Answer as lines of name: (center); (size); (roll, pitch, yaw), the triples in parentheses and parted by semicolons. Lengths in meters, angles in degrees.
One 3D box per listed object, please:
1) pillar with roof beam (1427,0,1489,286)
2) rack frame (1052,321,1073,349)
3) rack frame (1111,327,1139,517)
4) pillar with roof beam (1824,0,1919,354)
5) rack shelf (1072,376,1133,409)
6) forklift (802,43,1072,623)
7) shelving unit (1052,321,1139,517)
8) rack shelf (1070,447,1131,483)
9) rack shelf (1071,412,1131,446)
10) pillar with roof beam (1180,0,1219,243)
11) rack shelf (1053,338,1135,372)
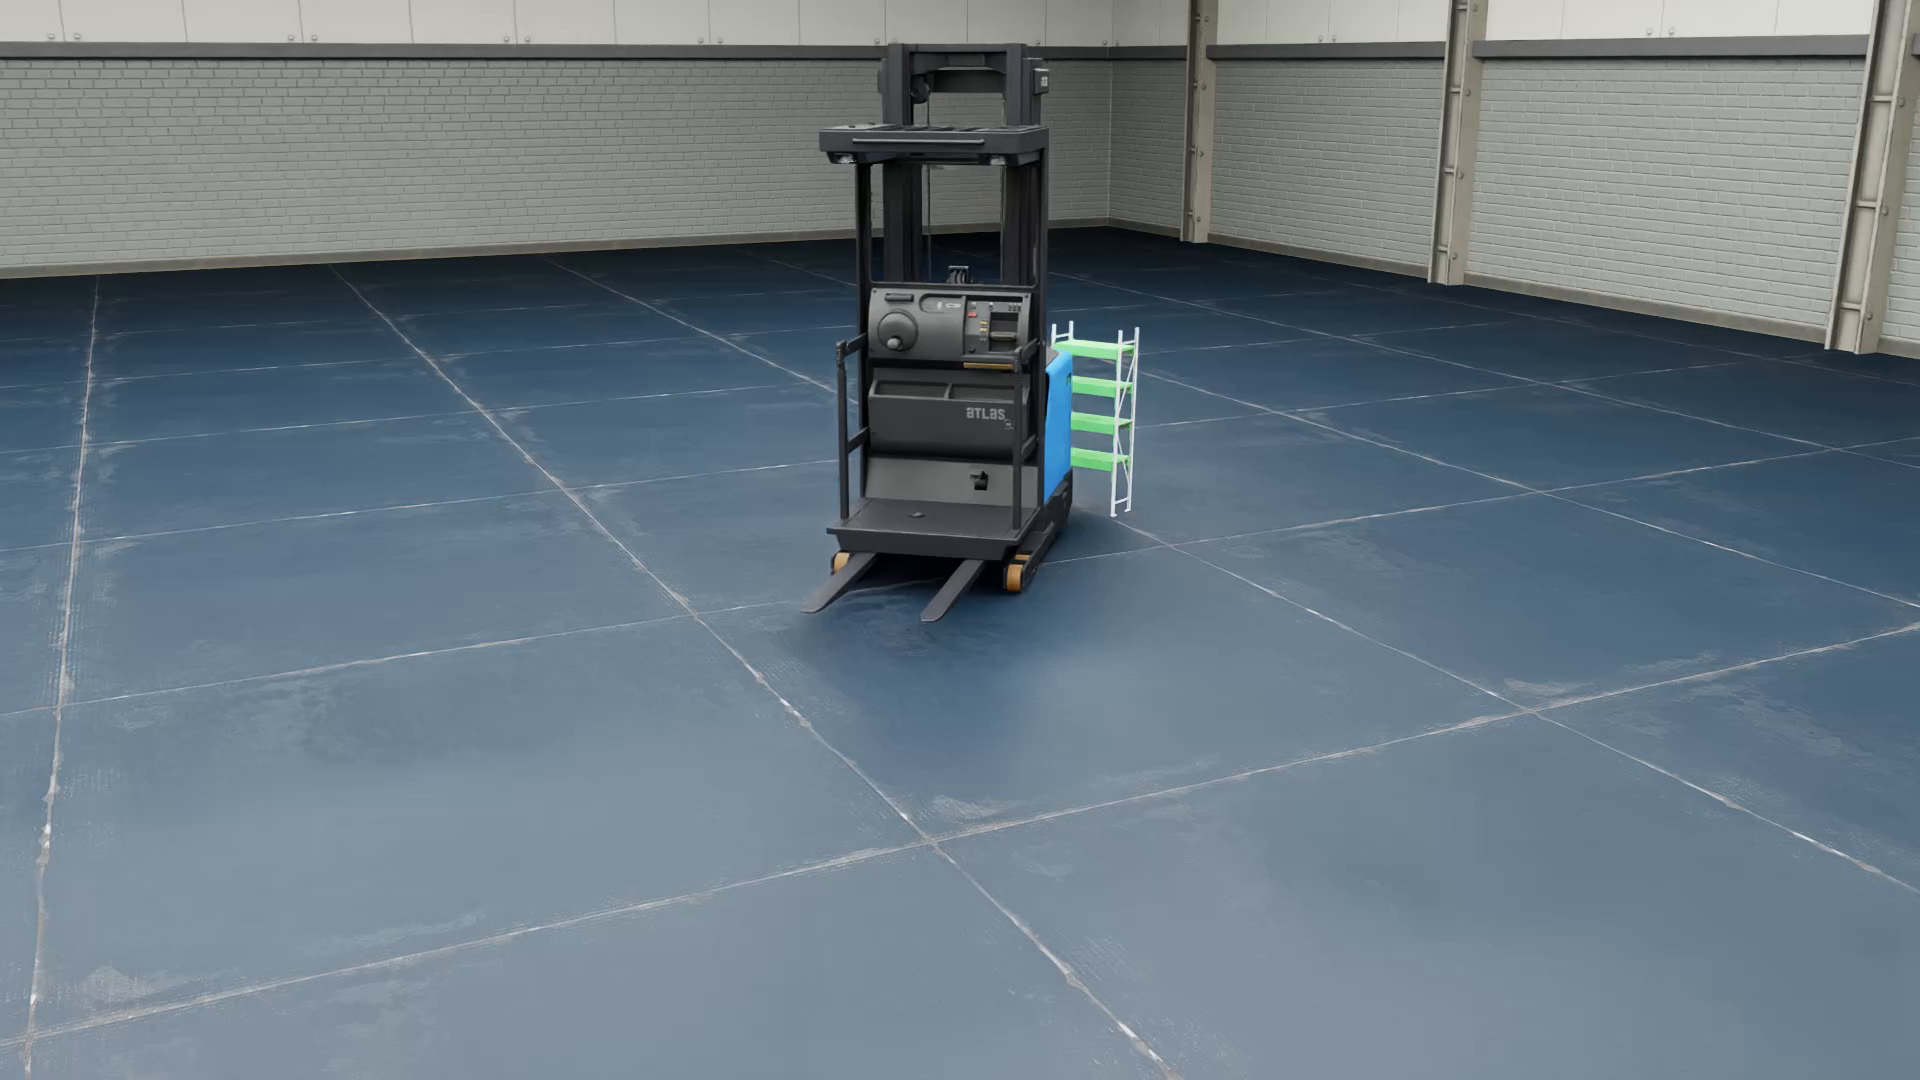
pillar with roof beam: (2.618, -7.233, 19.141); (9.100, 9.000, 0.400); (-8, 18, -25)
rack frame: (0.656, -0.832, 10.956); (0.015, 1.200, 0.240); (11, 17, 33)
rack frame: (1.059, -0.756, 10.692); (0.015, 1.200, 0.240); (11, 17, 33)
pillar with roof beam: (5.247, -5.745, 13.957); (9.100, 9.000, 0.400); (-8, 18, -25)
rack shelf: (0.862, -0.964, 10.780); (0.480, 0.148, 0.258); (11, 17, 33)
forklift: (-0.109, -1.227, 9.212); (1.130, 2.935, 3.031); (4, 16, 13)
shelving unit: (0.858, -0.794, 10.824); (0.503, 1.200, 0.258); (11, 17, 33)
rack shelf: (0.851, -0.499, 10.899); (0.480, 0.148, 0.258); (11, 17, 33)
rack shelf: (0.856, -0.732, 10.839); (0.480, 0.148, 0.258); (11, 17, 33)
pillar with roof beam: (-0.010, -8.721, 24.326); (9.100, 9.000, 0.400); (-8, 18, -25)
rack shelf: (0.867, -1.197, 10.721); (0.480, 0.148, 0.258); (11, 17, 33)
